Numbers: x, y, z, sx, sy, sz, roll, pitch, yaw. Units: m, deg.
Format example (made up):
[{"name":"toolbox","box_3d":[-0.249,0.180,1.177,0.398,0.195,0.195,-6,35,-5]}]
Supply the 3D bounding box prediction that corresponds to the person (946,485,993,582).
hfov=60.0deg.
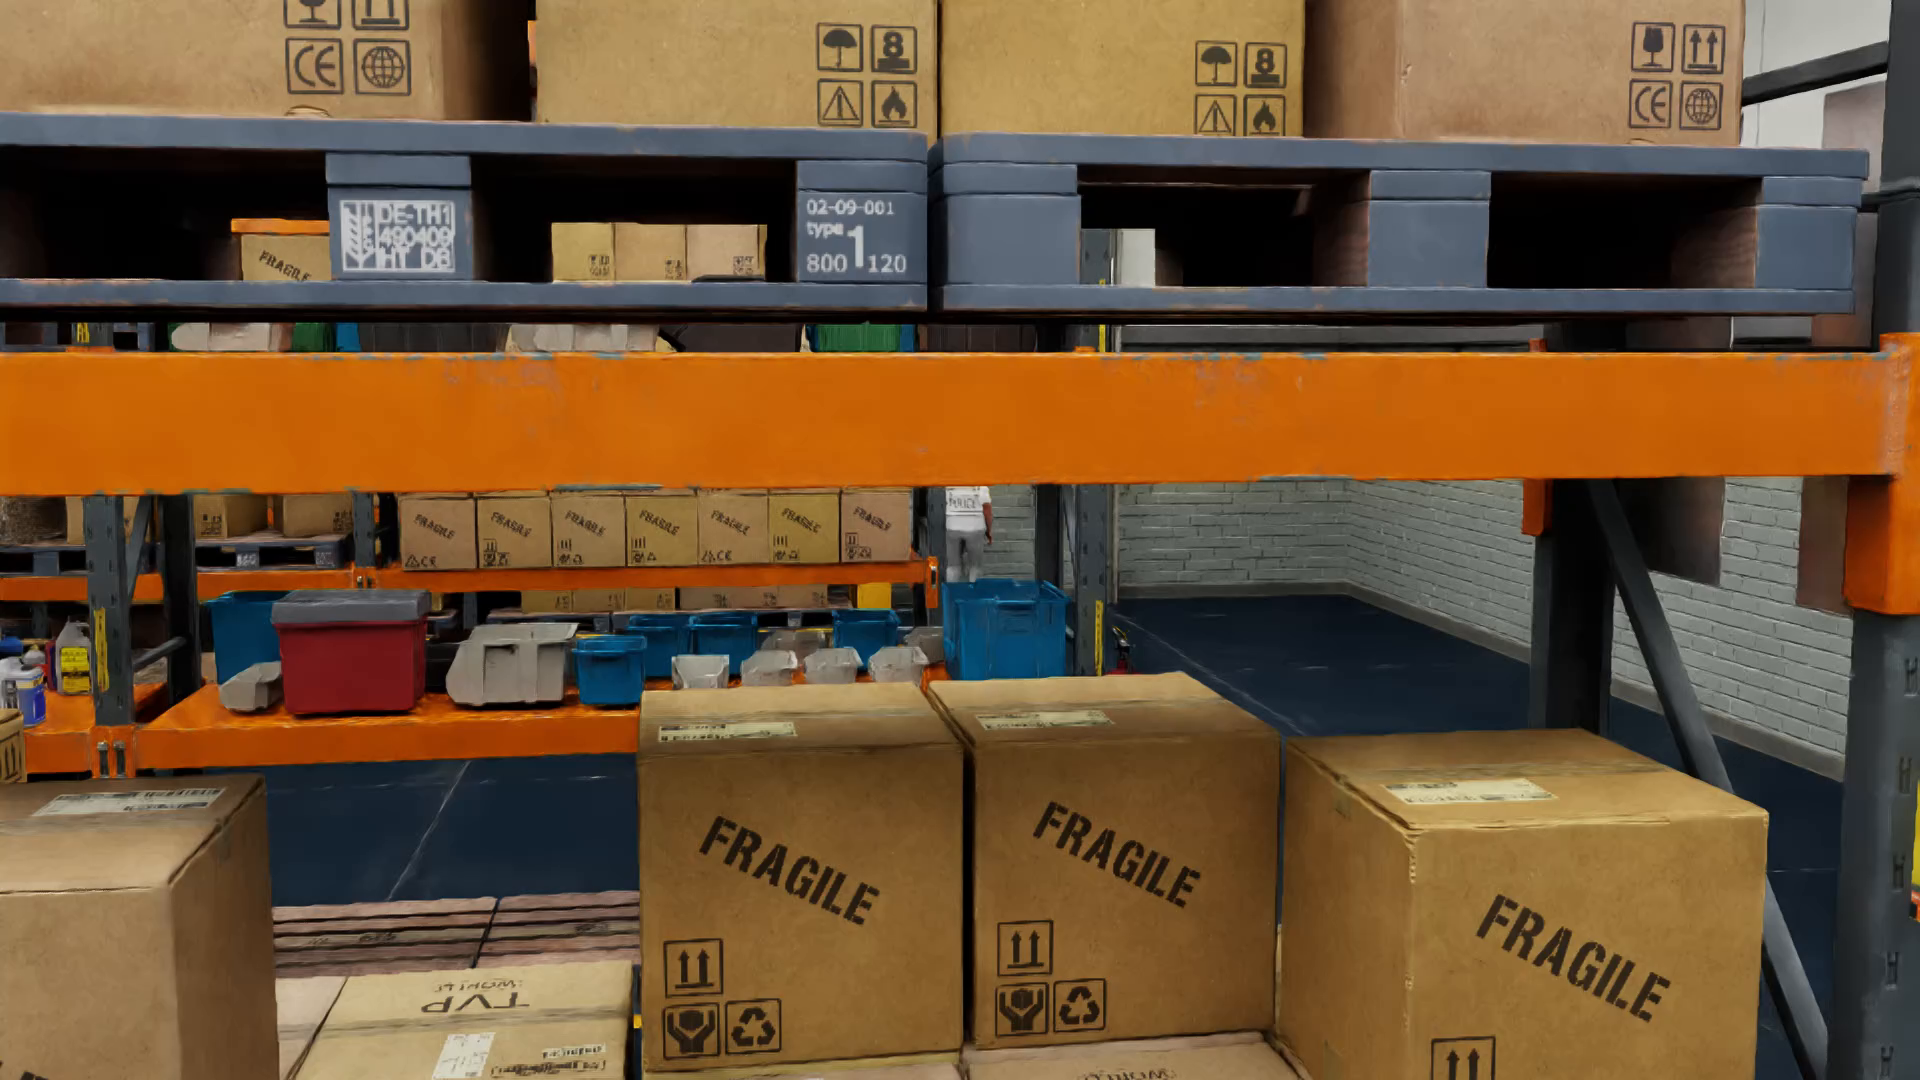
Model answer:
[{"name":"person","box_3d":[0.059,-0.072,17.806,0.588,1.805,0.443,1,6,8]}]
